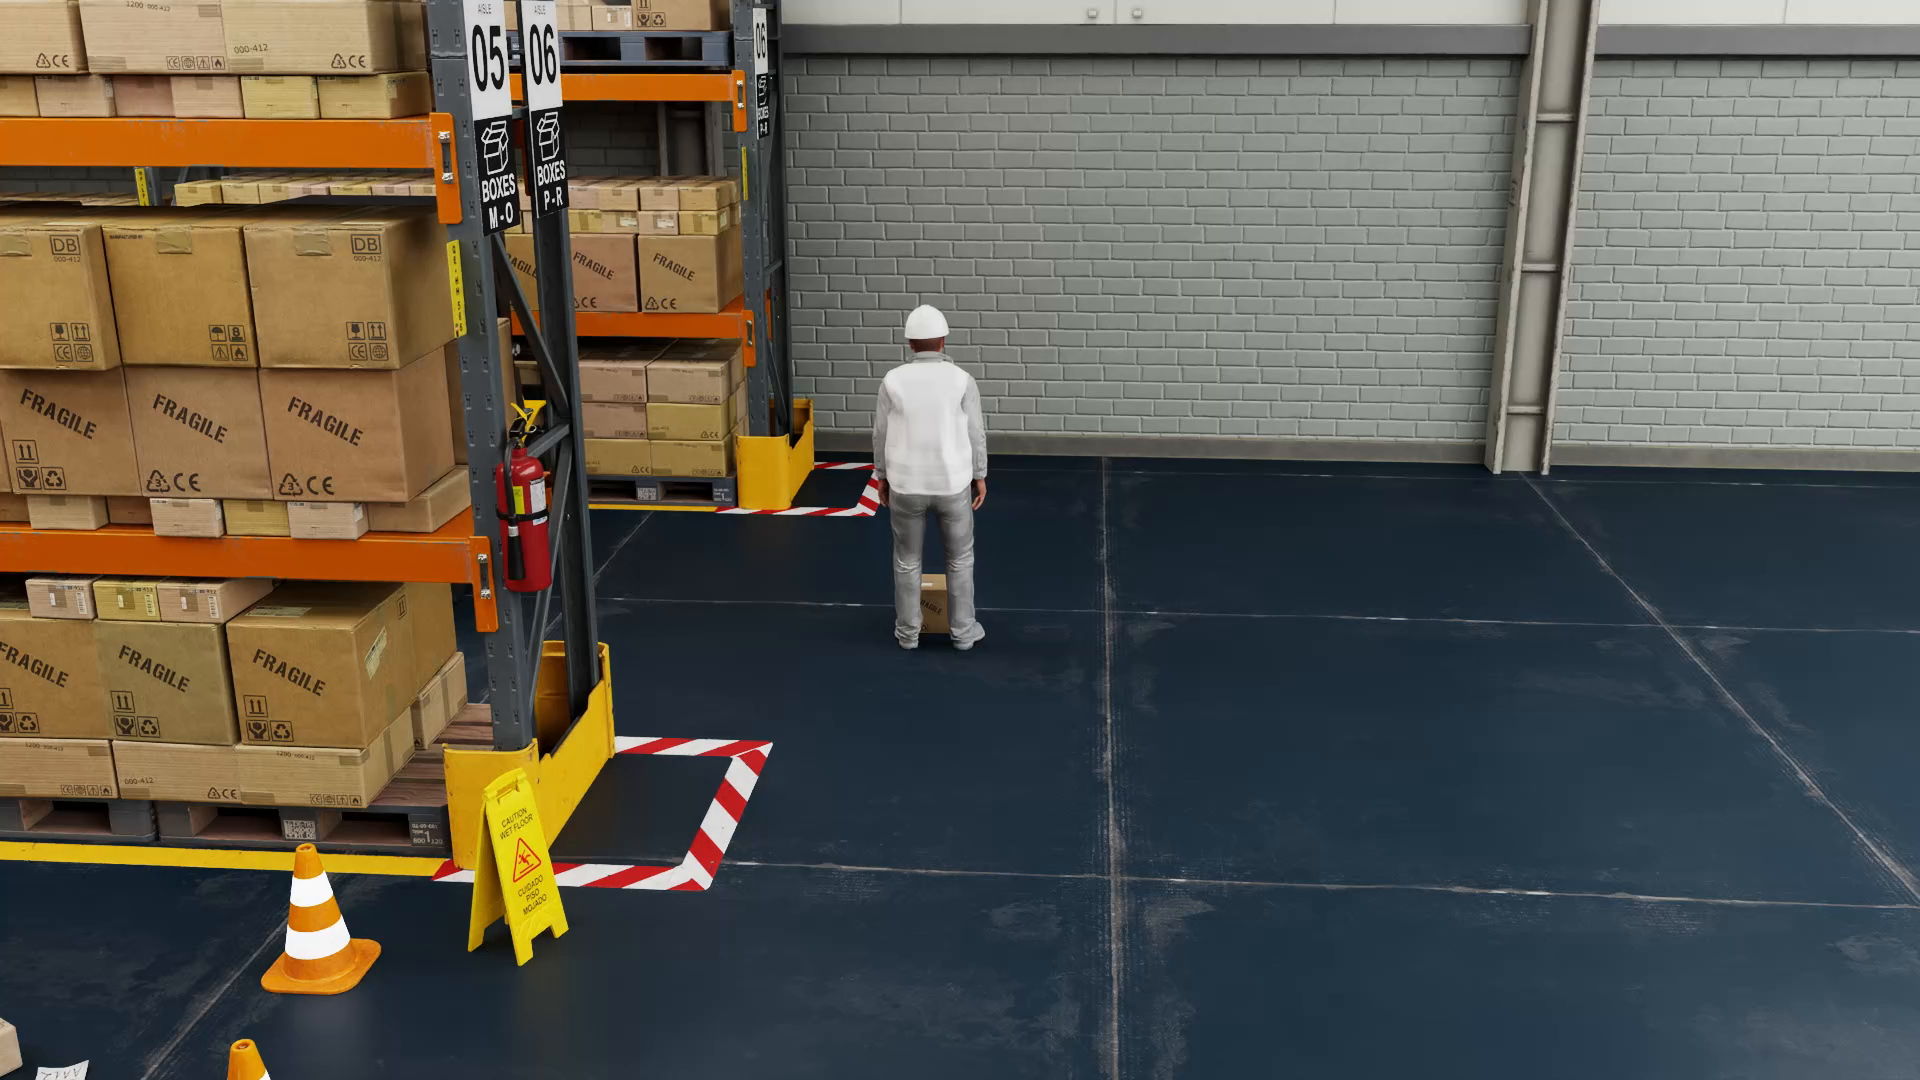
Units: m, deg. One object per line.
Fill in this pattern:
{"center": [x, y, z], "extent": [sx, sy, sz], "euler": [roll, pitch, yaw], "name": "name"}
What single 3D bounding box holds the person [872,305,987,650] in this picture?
{"center": [-0.152, -0.304, 8.479], "extent": [0.582, 1.770, 0.462], "euler": [0, 17, 1], "name": "person"}
